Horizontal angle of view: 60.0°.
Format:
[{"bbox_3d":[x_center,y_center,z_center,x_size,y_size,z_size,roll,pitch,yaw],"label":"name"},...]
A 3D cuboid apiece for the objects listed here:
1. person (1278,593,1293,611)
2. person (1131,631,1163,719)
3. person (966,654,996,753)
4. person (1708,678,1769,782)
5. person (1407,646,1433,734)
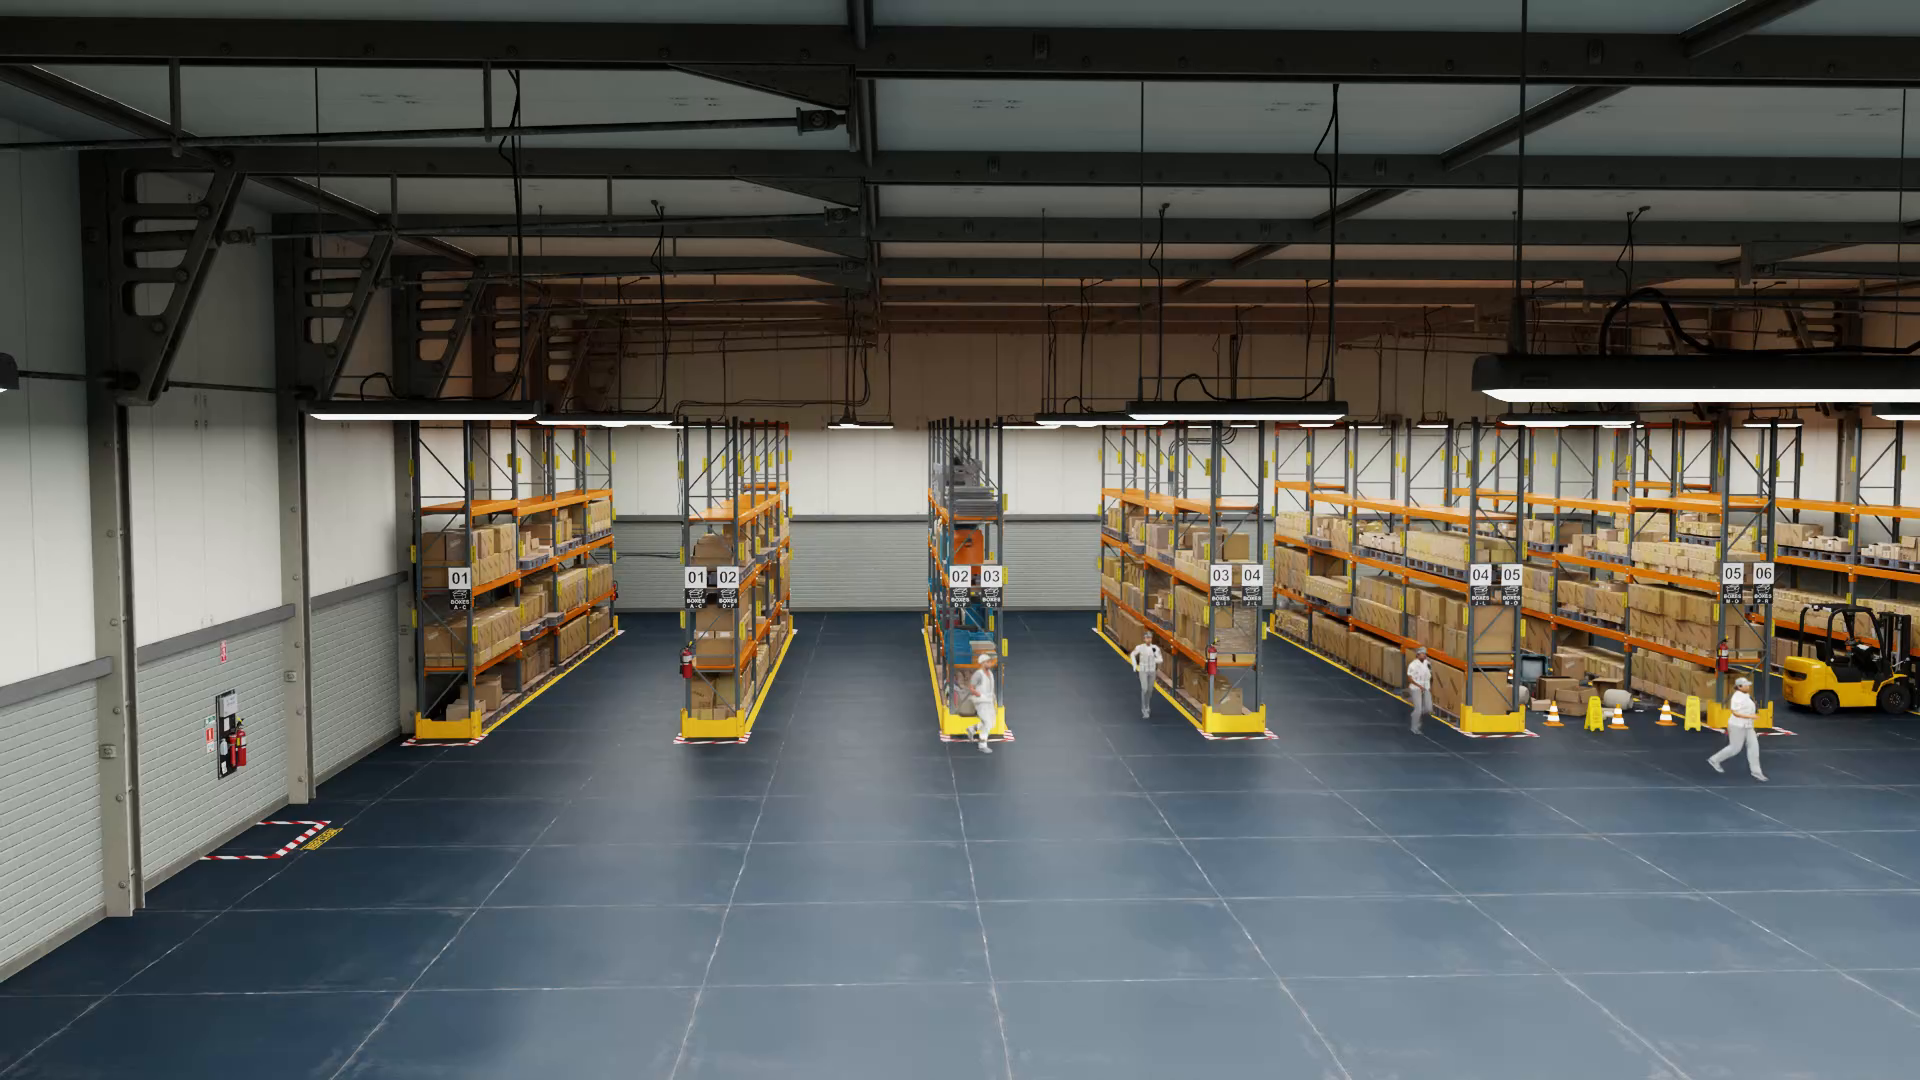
[{"bbox_3d":[9.584,1.648,49.211,0.755,1.730,0.966,1,4,10],"label":"person"},{"bbox_3d":[3.773,2.695,33.466,0.581,1.748,0.736,-1,4,-9],"label":"person"},{"bbox_3d":[0.380,2.919,29.876,0.650,1.747,0.707,2,4,33],"label":"person"},{"bbox_3d":[12.859,3.104,27.422,0.925,1.687,0.616,4,5,43],"label":"person"},{"bbox_3d":[8.771,2.845,31.576,0.618,1.663,0.528,-1,4,-21],"label":"person"}]
